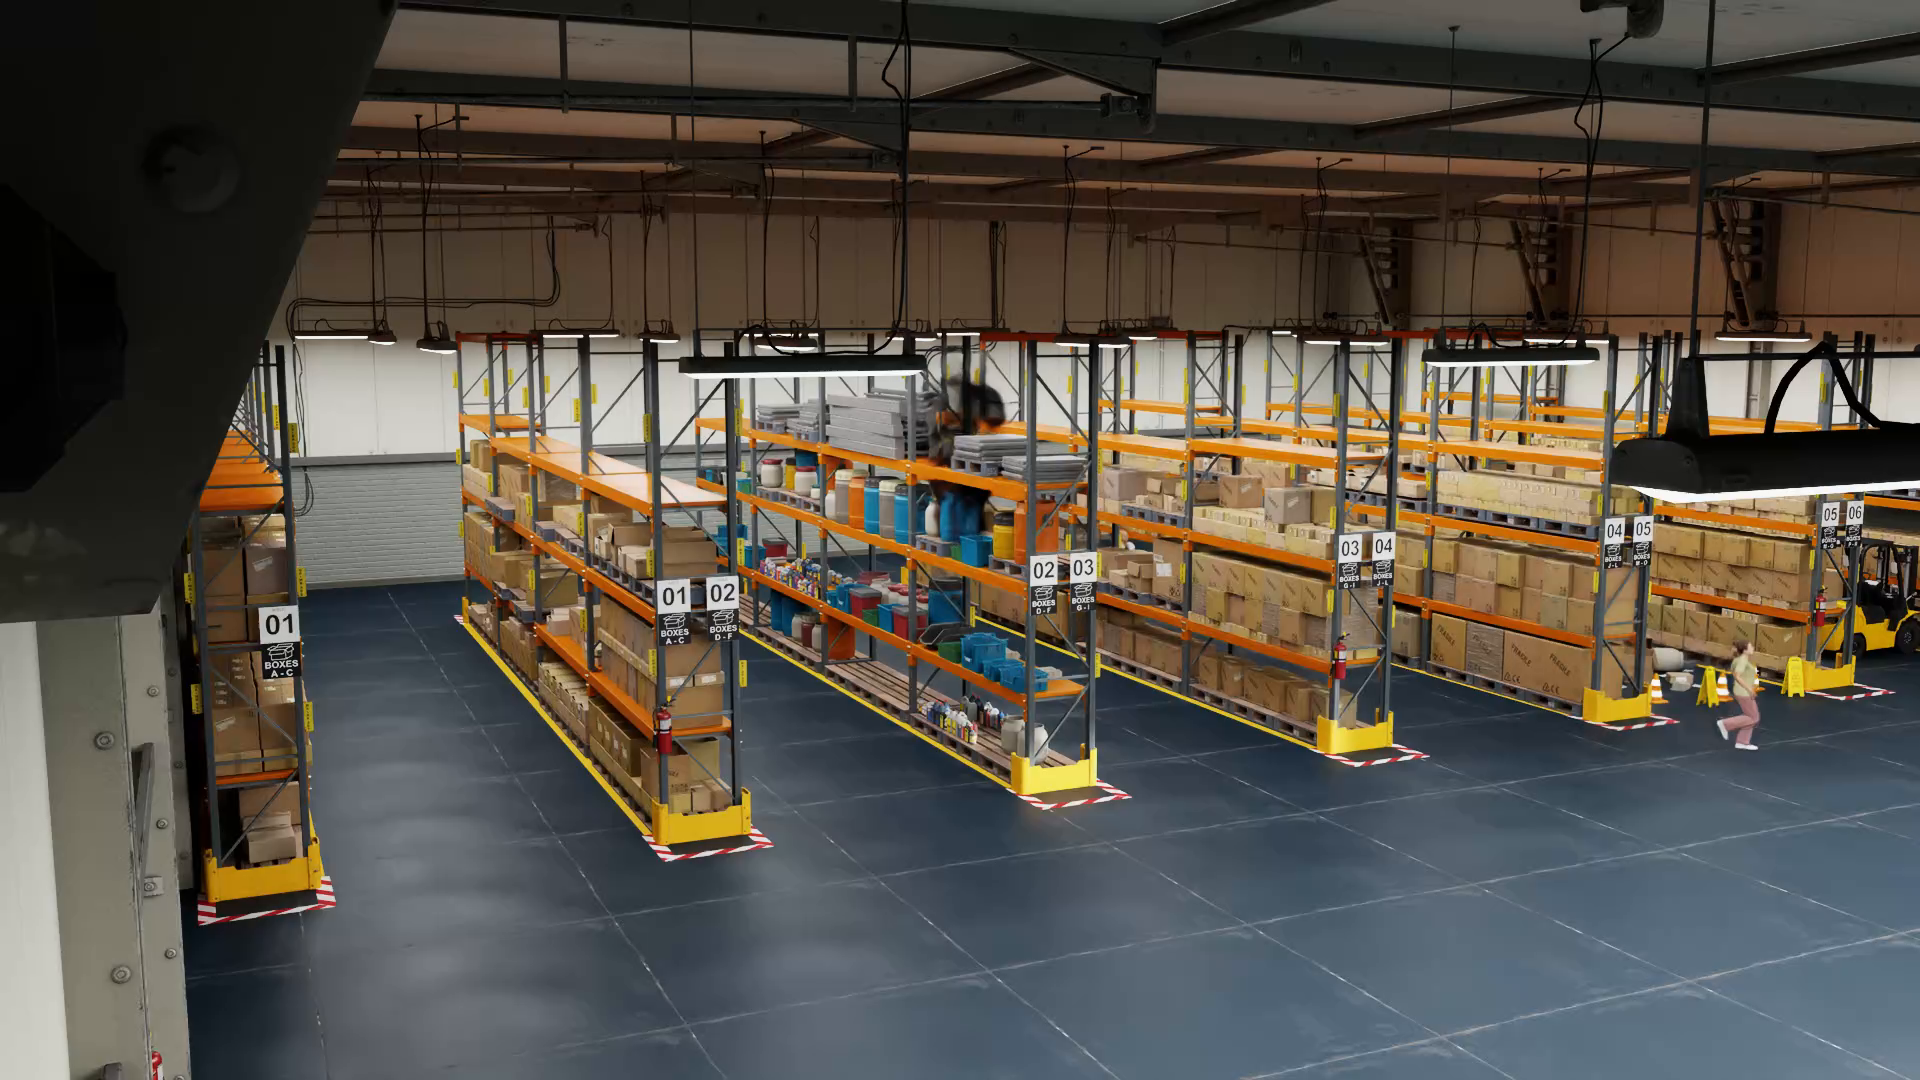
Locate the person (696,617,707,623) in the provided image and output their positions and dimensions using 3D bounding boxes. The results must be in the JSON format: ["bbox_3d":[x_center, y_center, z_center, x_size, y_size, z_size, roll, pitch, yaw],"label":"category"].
[{"bbox_3d":[-4.772,1.497,29.804,0.550,1.656,0.926,-6,10,-38],"label":"person"}]

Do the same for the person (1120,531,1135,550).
[{"bbox_3d":[3.518,0.659,35.746,0.707,1.724,0.669,-4,9,-26],"label":"person"}]

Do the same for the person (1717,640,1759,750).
[{"bbox_3d":[11.419,2.266,24.378,0.580,1.615,0.582,2,8,15],"label":"person"}]
